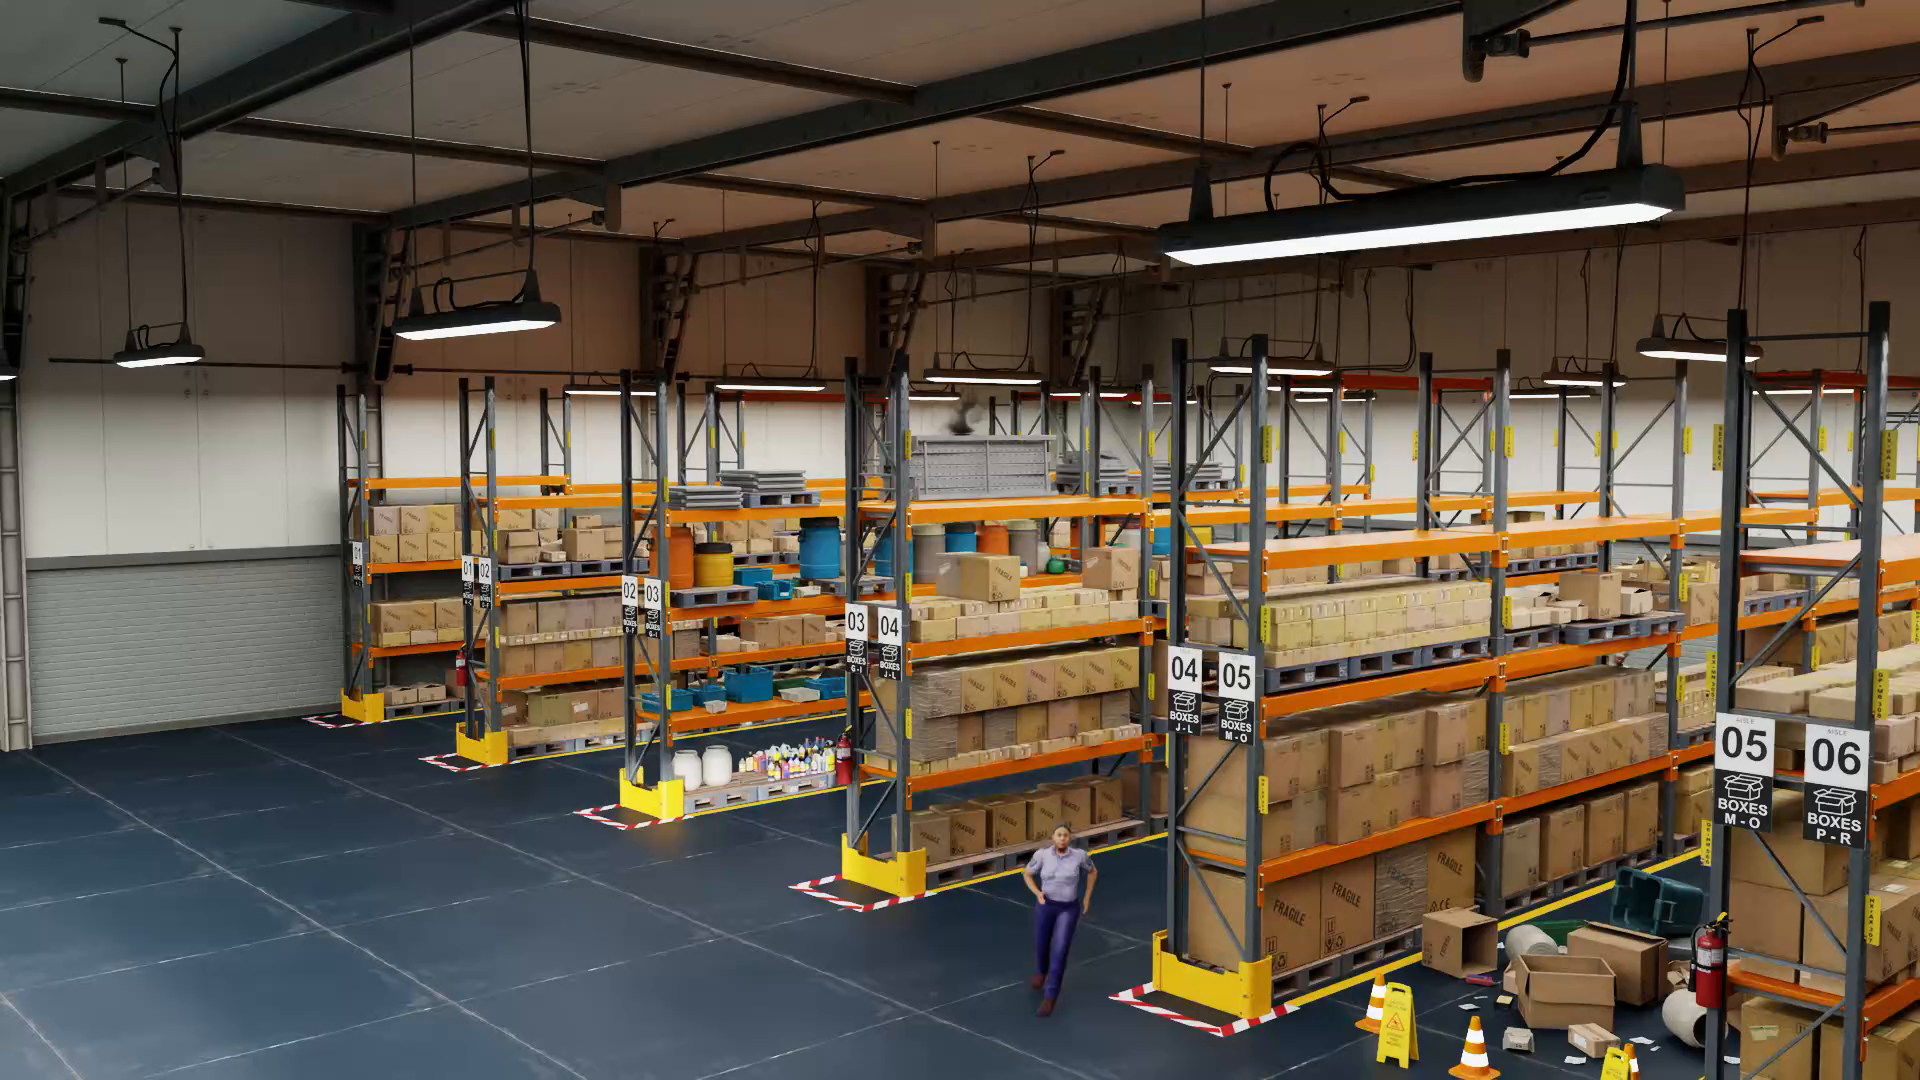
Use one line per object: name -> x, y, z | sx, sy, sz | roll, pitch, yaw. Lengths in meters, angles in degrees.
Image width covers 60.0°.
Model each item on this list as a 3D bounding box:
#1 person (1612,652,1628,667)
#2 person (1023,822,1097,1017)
person -> 10.531, 2.583, 26.700 | 0.637, 1.672, 0.647 | 3, 5, 37
person -> 0.895, 3.365, 15.024 | 0.657, 1.660, 0.863 | 1, 4, 10
